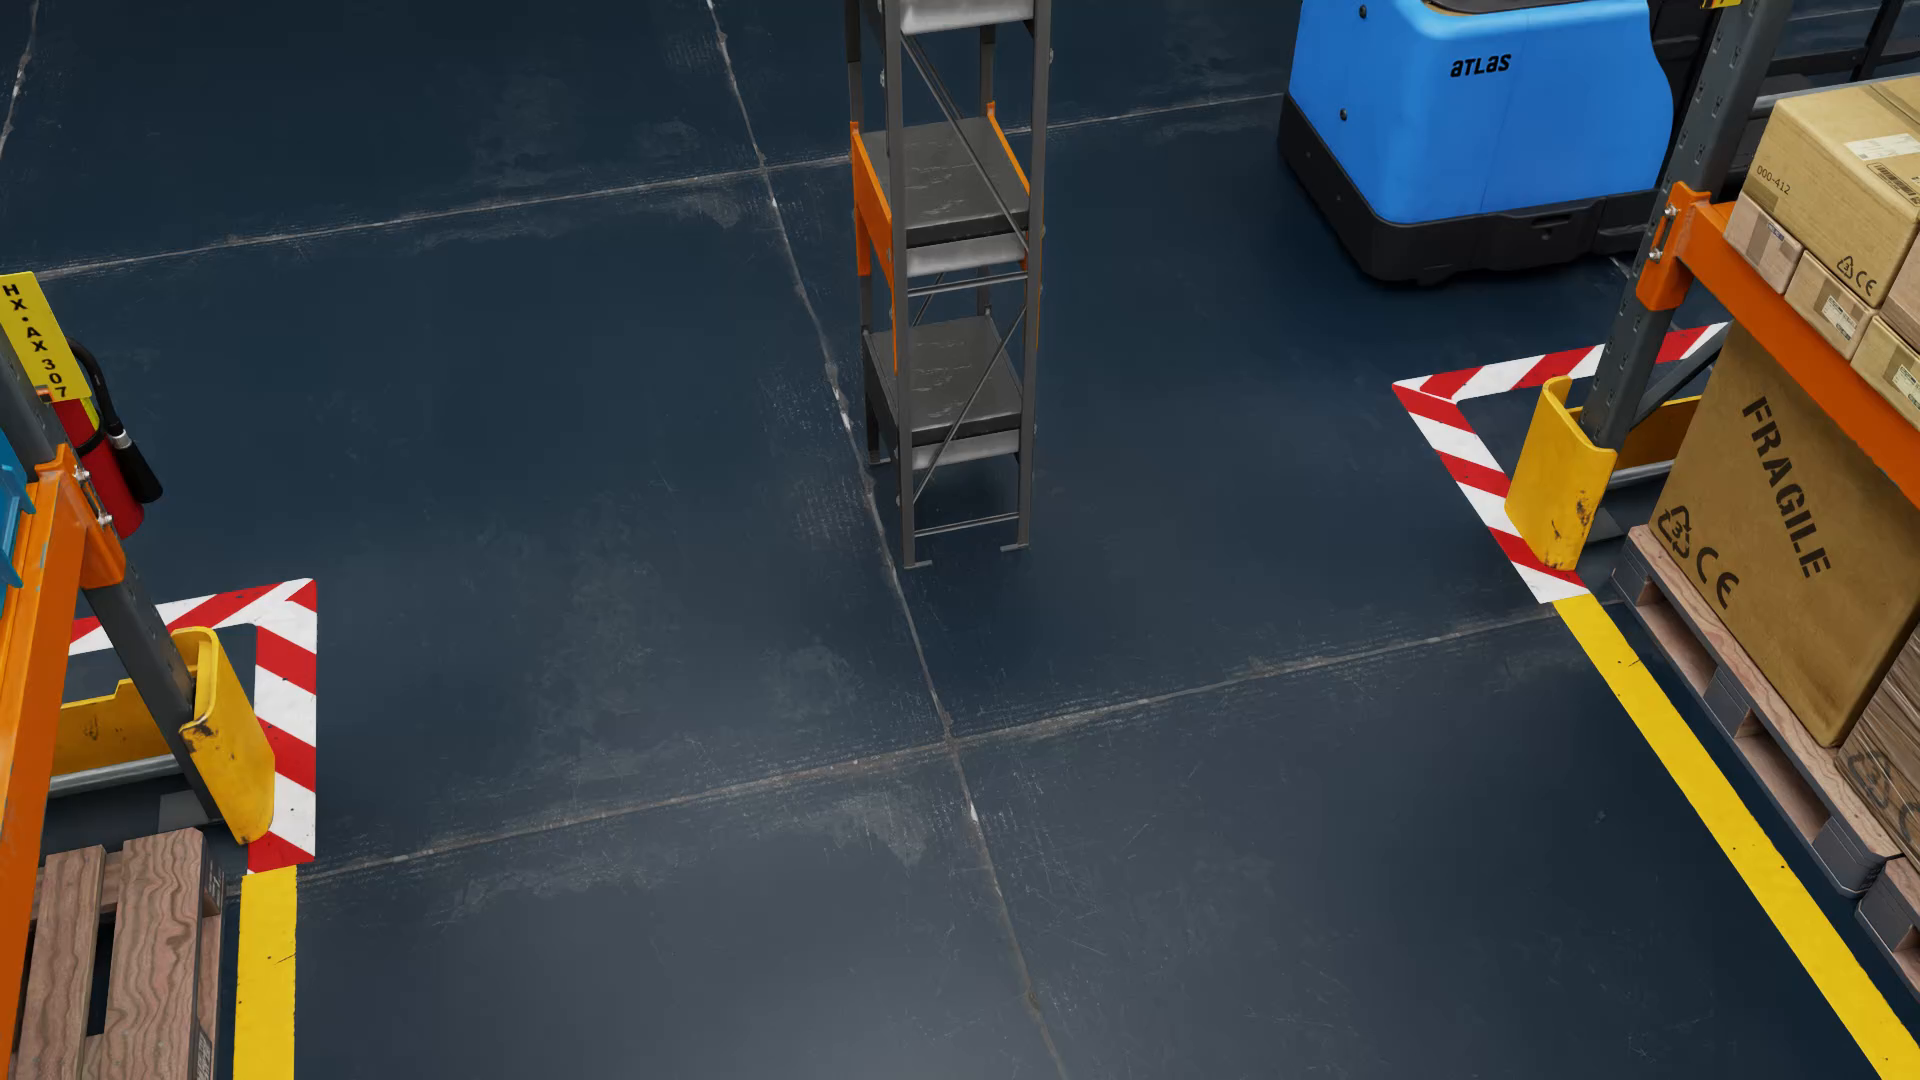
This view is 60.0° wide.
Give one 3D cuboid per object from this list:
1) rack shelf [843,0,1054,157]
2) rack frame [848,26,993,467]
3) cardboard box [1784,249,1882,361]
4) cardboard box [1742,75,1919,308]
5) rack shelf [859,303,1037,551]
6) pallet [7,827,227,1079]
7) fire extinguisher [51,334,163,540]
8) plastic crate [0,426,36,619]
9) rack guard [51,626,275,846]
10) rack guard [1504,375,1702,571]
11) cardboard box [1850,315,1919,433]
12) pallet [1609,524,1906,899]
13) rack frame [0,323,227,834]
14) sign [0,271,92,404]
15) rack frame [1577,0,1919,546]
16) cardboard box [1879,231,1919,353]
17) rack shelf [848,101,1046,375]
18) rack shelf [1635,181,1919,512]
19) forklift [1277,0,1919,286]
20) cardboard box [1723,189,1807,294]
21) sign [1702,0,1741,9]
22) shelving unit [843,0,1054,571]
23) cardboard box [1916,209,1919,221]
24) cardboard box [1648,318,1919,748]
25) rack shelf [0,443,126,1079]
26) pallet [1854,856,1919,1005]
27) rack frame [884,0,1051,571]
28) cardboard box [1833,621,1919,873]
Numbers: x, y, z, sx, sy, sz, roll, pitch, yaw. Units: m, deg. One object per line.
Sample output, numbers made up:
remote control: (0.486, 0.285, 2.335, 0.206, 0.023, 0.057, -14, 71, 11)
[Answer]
rack shelf: (-0.042, -1.330, 4.122, 0.431, 0.518, 0.480, -11, 47, -10)
rack frame: (-0.105, -1.018, 4.777, 0.400, 2.100, 0.015, -11, 47, -10)
cardboard box: (2.190, -0.581, 3.896, 0.380, 0.149, 0.250, -11, 47, -11)
cardboard box: (2.213, -0.823, 3.853, 0.500, 0.250, 0.500, -12, 47, -11)
rack shelf: (-0.042, -0.350, 5.122, 0.431, 0.518, 0.480, -11, 47, -10)
pallet: (-2.263, 1.306, 3.822, 1.003, 0.211, 1.213, -11, 47, -10)
fire extinguisher: (-2.036, -0.276, 3.735, 0.296, 0.674, 0.183, -11, 47, -10)
plastic crate: (-2.171, -0.082, 3.164, 0.616, 0.435, 0.499, -11, 47, -10)
rack guard: (-2.456, 0.615, 4.298, 1.175, 0.500, 0.348, -11, 47, -10)
rack guard: (2.345, -0.293, 5.187, 1.175, 0.500, 0.348, -11, 47, -10)
cardboard box: (2.256, -0.405, 3.722, 0.380, 0.149, 0.250, -12, 47, -11)
pallet: (2.631, 0.362, 4.747, 1.003, 0.211, 1.213, -11, 47, -10)
rack frame: (-2.437, -0.246, 3.391, 1.000, 3.000, 0.127, -11, 47, -10)
sign: (-1.909, -0.415, 3.442, 0.100, 0.325, 0.005, -11, 47, -10)
rack frame: (2.351, -1.152, 4.278, 1.000, 3.000, 0.127, -11, 47, -10)
cardboard box: (2.352, -0.465, 3.502, 0.500, 0.250, 0.500, -11, 47, -11)
rack shelf: (-0.042, -0.840, 4.622, 0.431, 0.518, 0.480, -11, 47, -10)
rack shelf: (2.863, 0.481, 3.182, 1.077, 0.370, 4.000, -11, 47, -10)
forklift: (2.853, -2.521, 5.668, 3.031, 2.935, 1.130, -10, 46, -9)
cardboard box: (2.123, -0.758, 4.069, 0.380, 0.149, 0.250, -10, 46, -10)
sign: (1.813, -1.385, 3.846, 0.100, 0.325, 0.005, -11, 47, -10)
shelving unit: (-0.042, -0.849, 4.612, 0.431, 2.100, 0.503, -11, 47, -10)
cardboard box: (2.341, -0.740, 3.246, 0.500, 0.500, 0.500, -12, 47, -11)
cardboard box: (2.592, -0.128, 4.469, 0.875, 0.875, 0.875, -11, 47, -10)
rack shelf: (-1.925, 1.387, 2.295, 1.077, 0.370, 4.000, -11, 47, -10)
pallet: (2.940, 1.203, 3.924, 1.003, 0.211, 1.213, -11, 47, -10)
rack frame: (0.020, -0.681, 4.447, 0.400, 2.100, 0.015, -11, 47, -10)
cardboard box: (2.825, 0.501, 3.853, 0.875, 0.875, 0.875, -11, 47, -10)
